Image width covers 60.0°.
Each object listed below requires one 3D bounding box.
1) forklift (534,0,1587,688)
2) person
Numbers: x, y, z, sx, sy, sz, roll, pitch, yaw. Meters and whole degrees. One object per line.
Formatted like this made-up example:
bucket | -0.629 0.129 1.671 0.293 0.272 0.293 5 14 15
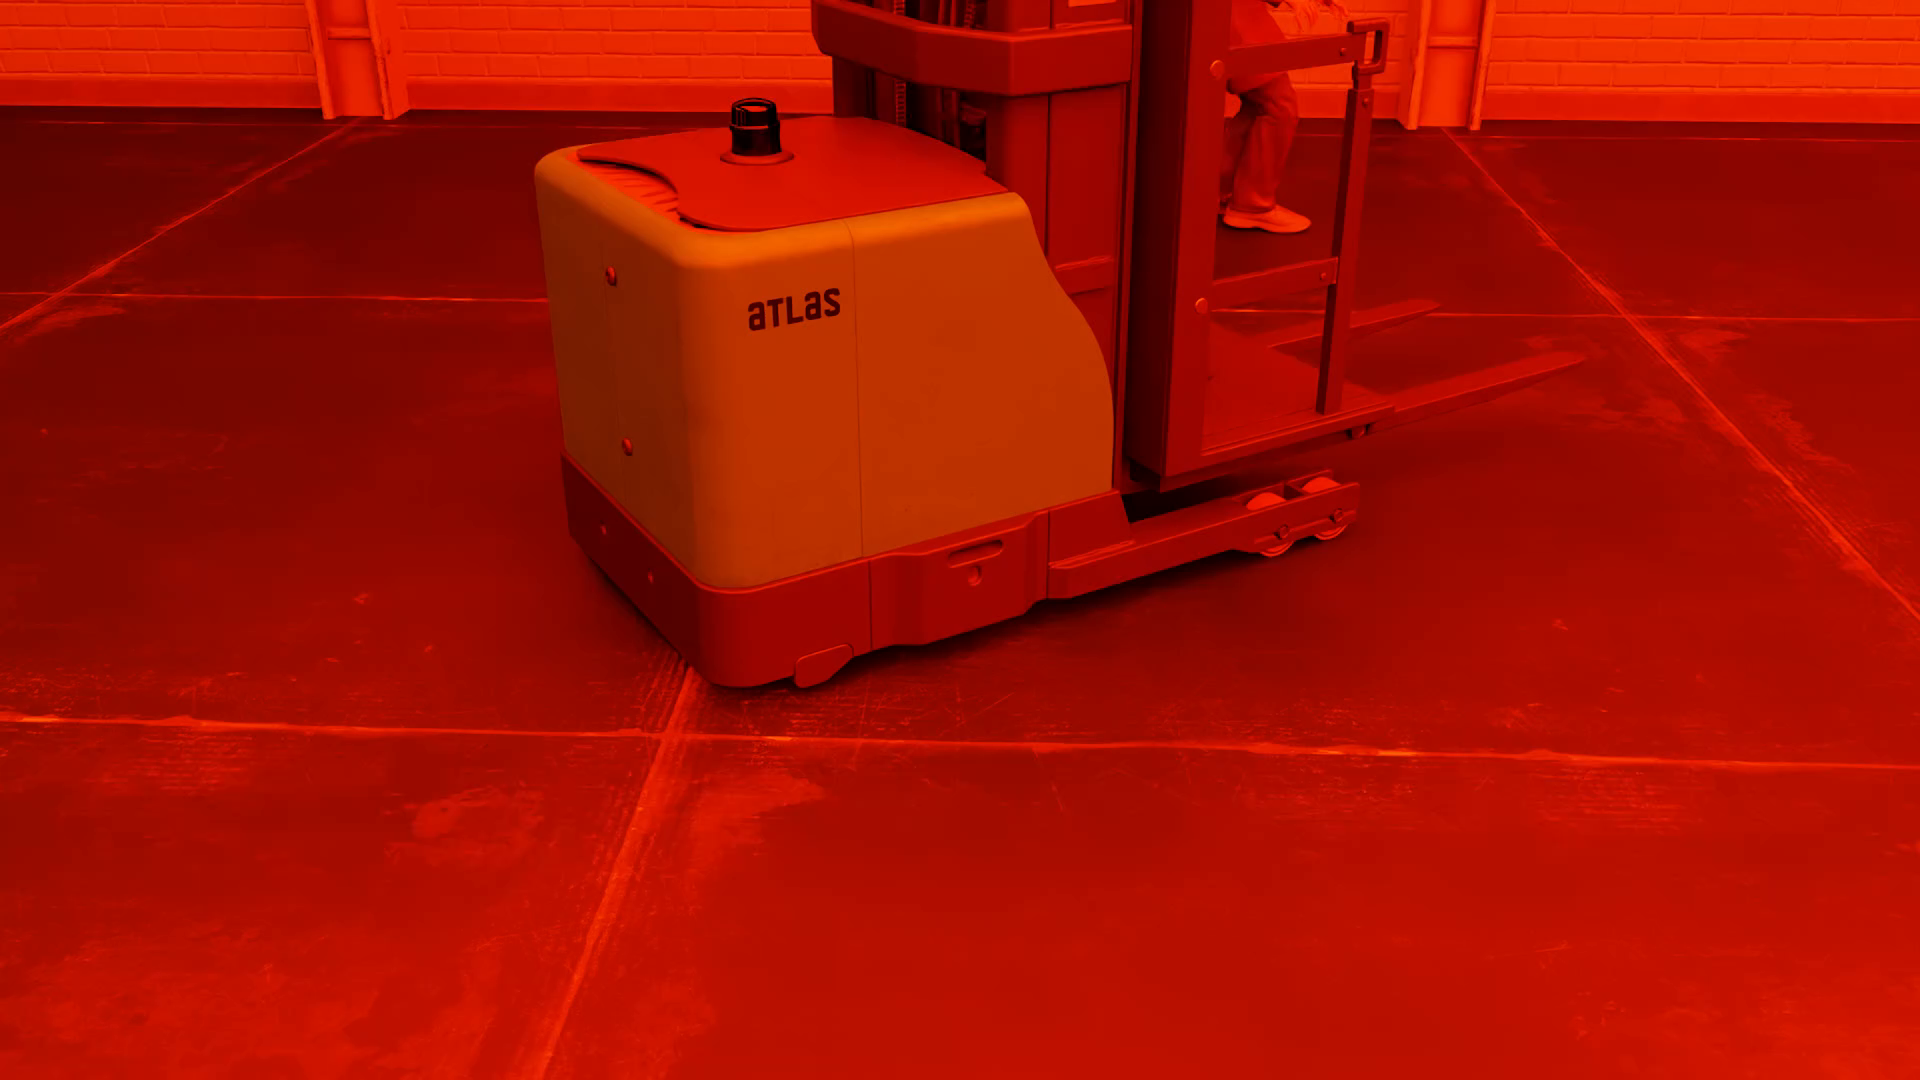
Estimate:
forklift | 0.486 -1.453 4.155 3.031 2.935 1.130 -15 30 -28
person | 1.318 -2.152 7.004 0.644 1.737 0.829 4 27 8
